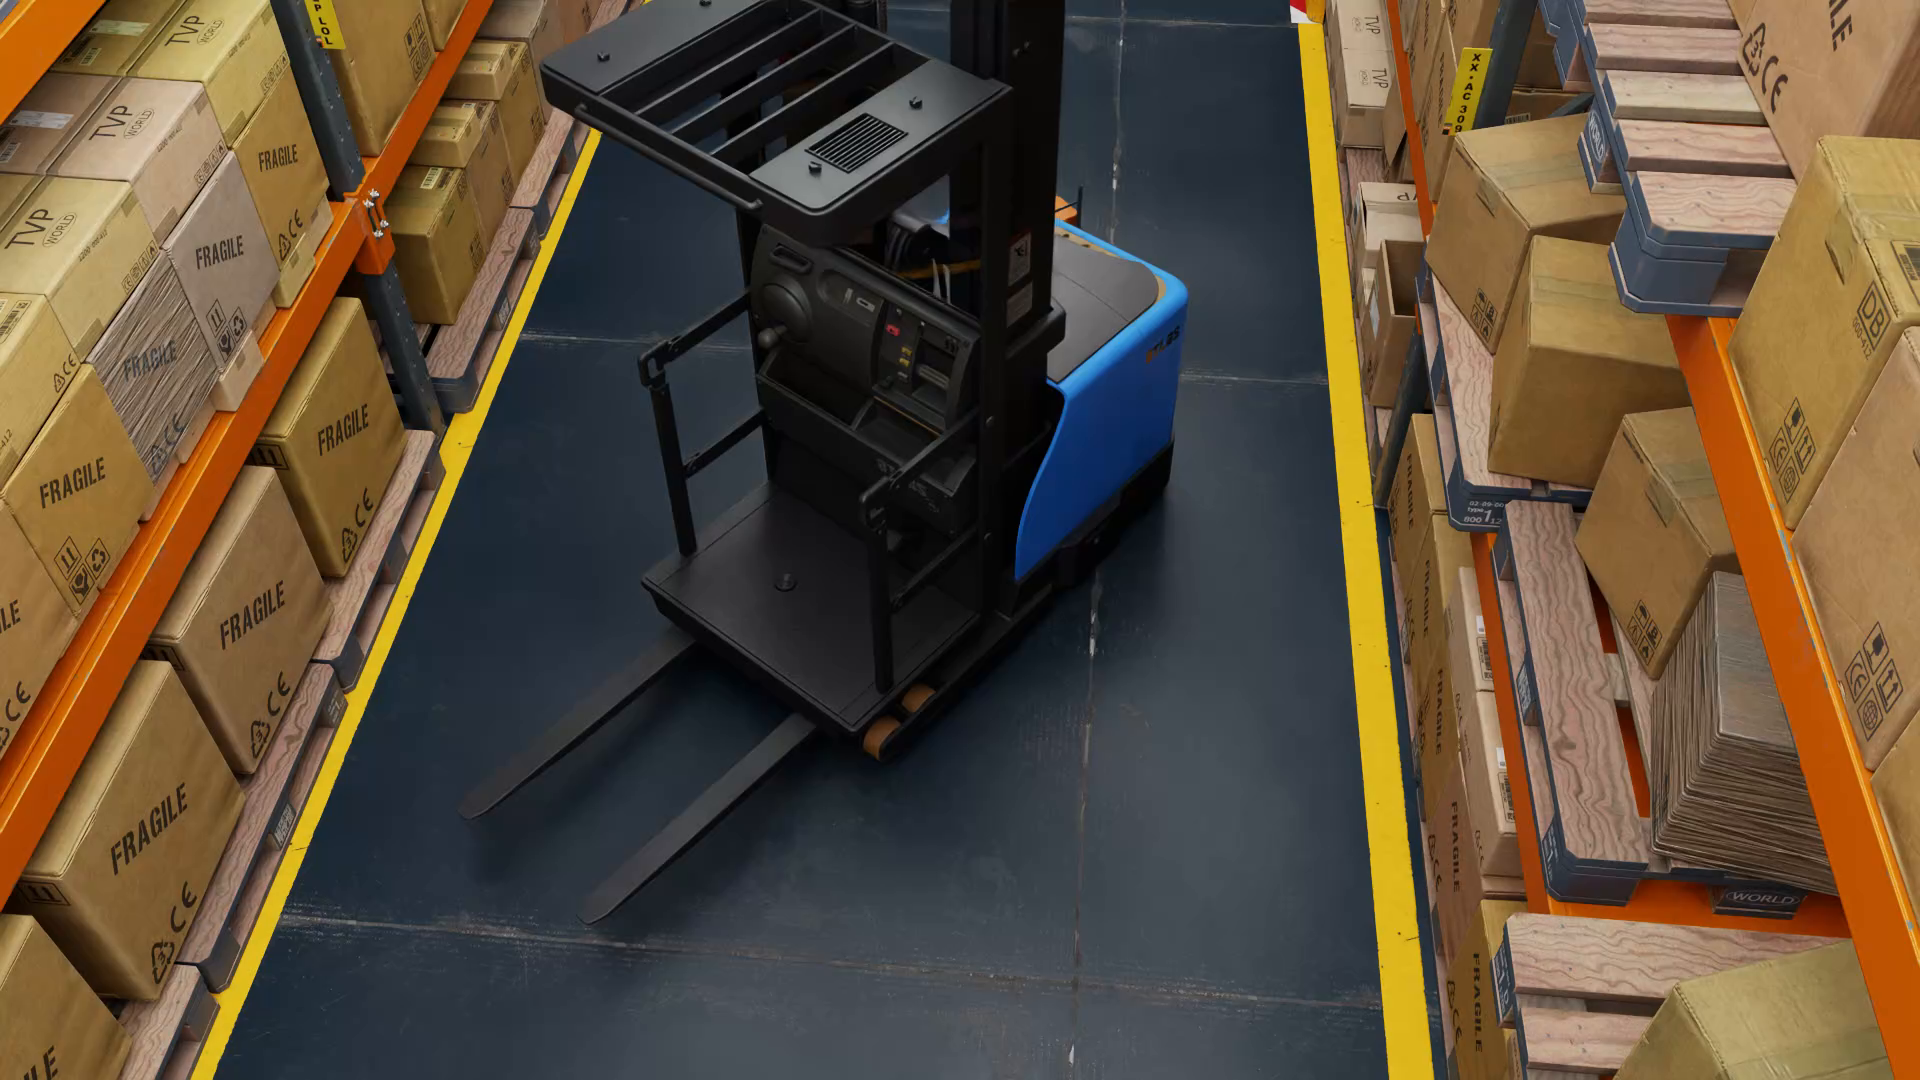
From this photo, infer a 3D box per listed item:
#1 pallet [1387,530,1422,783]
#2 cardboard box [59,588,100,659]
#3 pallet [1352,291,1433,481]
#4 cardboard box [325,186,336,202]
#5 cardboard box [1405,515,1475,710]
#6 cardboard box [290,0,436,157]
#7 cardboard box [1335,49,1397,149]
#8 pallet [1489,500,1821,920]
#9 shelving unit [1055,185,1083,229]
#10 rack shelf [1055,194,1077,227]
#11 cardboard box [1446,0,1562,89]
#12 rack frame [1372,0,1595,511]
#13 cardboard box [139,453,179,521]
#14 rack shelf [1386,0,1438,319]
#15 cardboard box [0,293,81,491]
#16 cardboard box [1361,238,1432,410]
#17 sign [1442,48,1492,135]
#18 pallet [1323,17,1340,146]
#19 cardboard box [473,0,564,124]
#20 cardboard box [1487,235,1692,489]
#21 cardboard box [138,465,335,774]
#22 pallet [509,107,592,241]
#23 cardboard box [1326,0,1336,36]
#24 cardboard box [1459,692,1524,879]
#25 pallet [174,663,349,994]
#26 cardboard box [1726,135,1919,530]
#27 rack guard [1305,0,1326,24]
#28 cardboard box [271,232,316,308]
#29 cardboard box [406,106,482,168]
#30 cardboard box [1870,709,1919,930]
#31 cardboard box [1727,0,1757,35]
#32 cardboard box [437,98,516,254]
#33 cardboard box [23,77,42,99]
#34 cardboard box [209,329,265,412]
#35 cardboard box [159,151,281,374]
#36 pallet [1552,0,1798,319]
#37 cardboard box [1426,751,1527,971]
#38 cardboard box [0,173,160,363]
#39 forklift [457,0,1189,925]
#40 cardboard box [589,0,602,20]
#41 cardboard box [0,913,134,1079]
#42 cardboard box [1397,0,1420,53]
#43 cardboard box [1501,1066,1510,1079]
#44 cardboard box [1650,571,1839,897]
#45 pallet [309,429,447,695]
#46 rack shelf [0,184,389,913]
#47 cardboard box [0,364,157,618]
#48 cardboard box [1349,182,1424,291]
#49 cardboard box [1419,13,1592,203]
[{"bbox_3d":[2.177,0.391,6.249,1.003,0.211,1.213,4,48,4],"label":"pallet"},{"bbox_3d":[-2.695,0.183,4.707,0.380,0.149,0.250,4,48,4],"label":"cardboard box"},{"bbox_3d":[2.277,-0.713,7.260,1.003,0.211,1.213,4,48,4],"label":"pallet"},{"bbox_3d":[-2.761,-1.447,7.010,0.380,0.149,0.250,4,48,3],"label":"cardboard box"},{"bbox_3d":[1.889,0.277,5.860,0.500,0.500,0.500,4,48,4],"label":"cardboard box"},{"bbox_3d":[-2.655,-1.979,6.324,0.980,0.700,0.700,5,48,4],"label":"cardboard box"},{"bbox_3d":[2.154,-2.195,8.290,0.500,0.250,0.500,4,48,4],"label":"cardboard box"},{"bbox_3d":[2.021,0.425,4.459,1.003,0.211,1.213,4,48,4],"label":"pallet"},{"bbox_3d":[0.336,-1.091,7.036,0.215,1.050,0.252,-27,53,-22],"label":"shelving unit"},{"bbox_3d":[0.336,-1.275,6.835,0.215,0.259,0.240,-27,53,-22],"label":"rack shelf"},{"bbox_3d":[2.001,-1.910,5.719,0.500,0.500,0.500,4,48,4],"label":"cardboard box"},{"bbox_3d":[2.213,-1.150,5.769,1.000,3.000,0.127,4,48,4],"label":"rack frame"},{"bbox_3d":[-2.629,-0.204,5.061,0.380,0.149,0.250,3,48,2],"label":"cardboard box"},{"bbox_3d":[2.395,-2.377,7.379,1.077,0.370,4.000,4,48,4],"label":"rack shelf"},{"bbox_3d":[-2.657,-0.390,4.282,0.500,0.250,0.500,3,48,3],"label":"cardboard box"},{"bbox_3d":[1.982,-0.893,6.929,0.500,0.500,0.500,4,48,4],"label":"cardboard box"},{"bbox_3d":[1.672,-1.473,5.478,0.100,0.325,0.005,4,48,4],"label":"sign"},{"bbox_3d":[2.499,-2.506,8.900,1.003,0.211,1.213,4,48,4],"label":"pallet"},{"bbox_3d":[-2.411,-2.459,8.376,0.700,0.500,0.500,2,48,2],"label":"cardboard box"},{"bbox_3d":[1.948,-0.483,4.807,0.700,0.500,0.500,11,48,10],"label":"cardboard box"},{"bbox_3d":[-2.728,0.243,5.667,0.750,0.750,0.750,5,48,5],"label":"cardboard box"},{"bbox_3d":[-2.465,-1.992,8.429,1.003,0.211,1.213,4,48,4],"label":"pallet"},{"bbox_3d":[2.174,-2.813,8.912,0.380,0.166,0.250,4,48,4],"label":"cardboard box"},{"bbox_3d":[1.790,0.735,4.933,0.500,0.250,0.500,3,48,3],"label":"cardboard box"},{"bbox_3d":[-2.824,0.932,5.755,1.003,0.211,1.213,4,48,4],"label":"pallet"},{"bbox_3d":[1.949,-0.337,2.924,0.910,0.500,0.500,4,48,4],"label":"cardboard box"},{"bbox_3d":[2.571,-3.190,9.329,1.175,0.500,0.348,4,48,4],"label":"rack guard"},{"bbox_3d":[-2.469,-0.948,5.741,0.380,0.149,0.250,5,48,4],"label":"cardboard box"},{"bbox_3d":[-2.337,-1.779,7.315,0.380,0.149,0.250,5,48,5],"label":"cardboard box"},{"bbox_3d":[1.855,0.420,2.232,0.910,0.500,0.500,4,48,4],"label":"cardboard box"},{"bbox_3d":[2.055,-1.514,3.649,0.600,0.600,0.600,3,48,3],"label":"cardboard box"},{"bbox_3d":[-2.501,-1.690,7.672,0.700,0.500,0.500,3,48,3],"label":"cardboard box"},{"bbox_3d":[-3.063,-1.169,4.995,0.500,0.250,0.500,4,48,4],"label":"cardboard box"},{"bbox_3d":[-2.503,-0.562,5.388,0.380,0.149,0.250,4,48,4],"label":"cardboard box"},{"bbox_3d":[-2.548,-0.890,5.248,0.500,0.500,0.500,4,48,4],"label":"cardboard box"},{"bbox_3d":[1.992,-0.862,3.600,1.213,0.211,1.003,4,48,4],"label":"pallet"},{"bbox_3d":[1.789,1.015,5.185,0.500,0.500,0.500,2,48,2],"label":"cardboard box"},{"bbox_3d":[-2.611,-0.764,4.625,0.500,0.250,0.500,5,48,4],"label":"cardboard box"},{"bbox_3d":[-0.467,-0.617,5.328,1.130,2.935,3.031,32,55,26],"label":"forklift"},{"bbox_3d":[-2.320,-3.197,9.050,0.700,0.500,0.500,4,48,4],"label":"cardboard box"},{"bbox_3d":[-2.887,1.511,4.507,0.750,0.750,0.750,3,48,3],"label":"cardboard box"},{"bbox_3d":[2.093,-2.325,6.776,0.500,0.500,0.500,5,48,4],"label":"cardboard box"},{"bbox_3d":[1.700,1.781,4.484,0.500,0.500,0.500,6,48,5],"label":"cardboard box"},{"bbox_3d":[2.067,0.484,3.922,0.700,0.500,0.500,12,49,11],"label":"cardboard box"},{"bbox_3d":[-2.716,0.033,6.577,1.003,0.211,1.213,4,48,4],"label":"pallet"},{"bbox_3d":[-2.903,0.232,4.993,1.077,0.370,4.000,4,48,4],"label":"rack shelf"},{"bbox_3d":[-2.643,-0.154,4.575,0.500,0.500,0.500,5,48,5],"label":"cardboard box"},{"bbox_3d":[2.051,-1.380,7.503,0.500,0.311,0.500,4,48,4],"label":"cardboard box"},{"bbox_3d":[2.003,-1.568,6.084,0.500,0.500,0.500,5,48,4],"label":"cardboard box"}]
